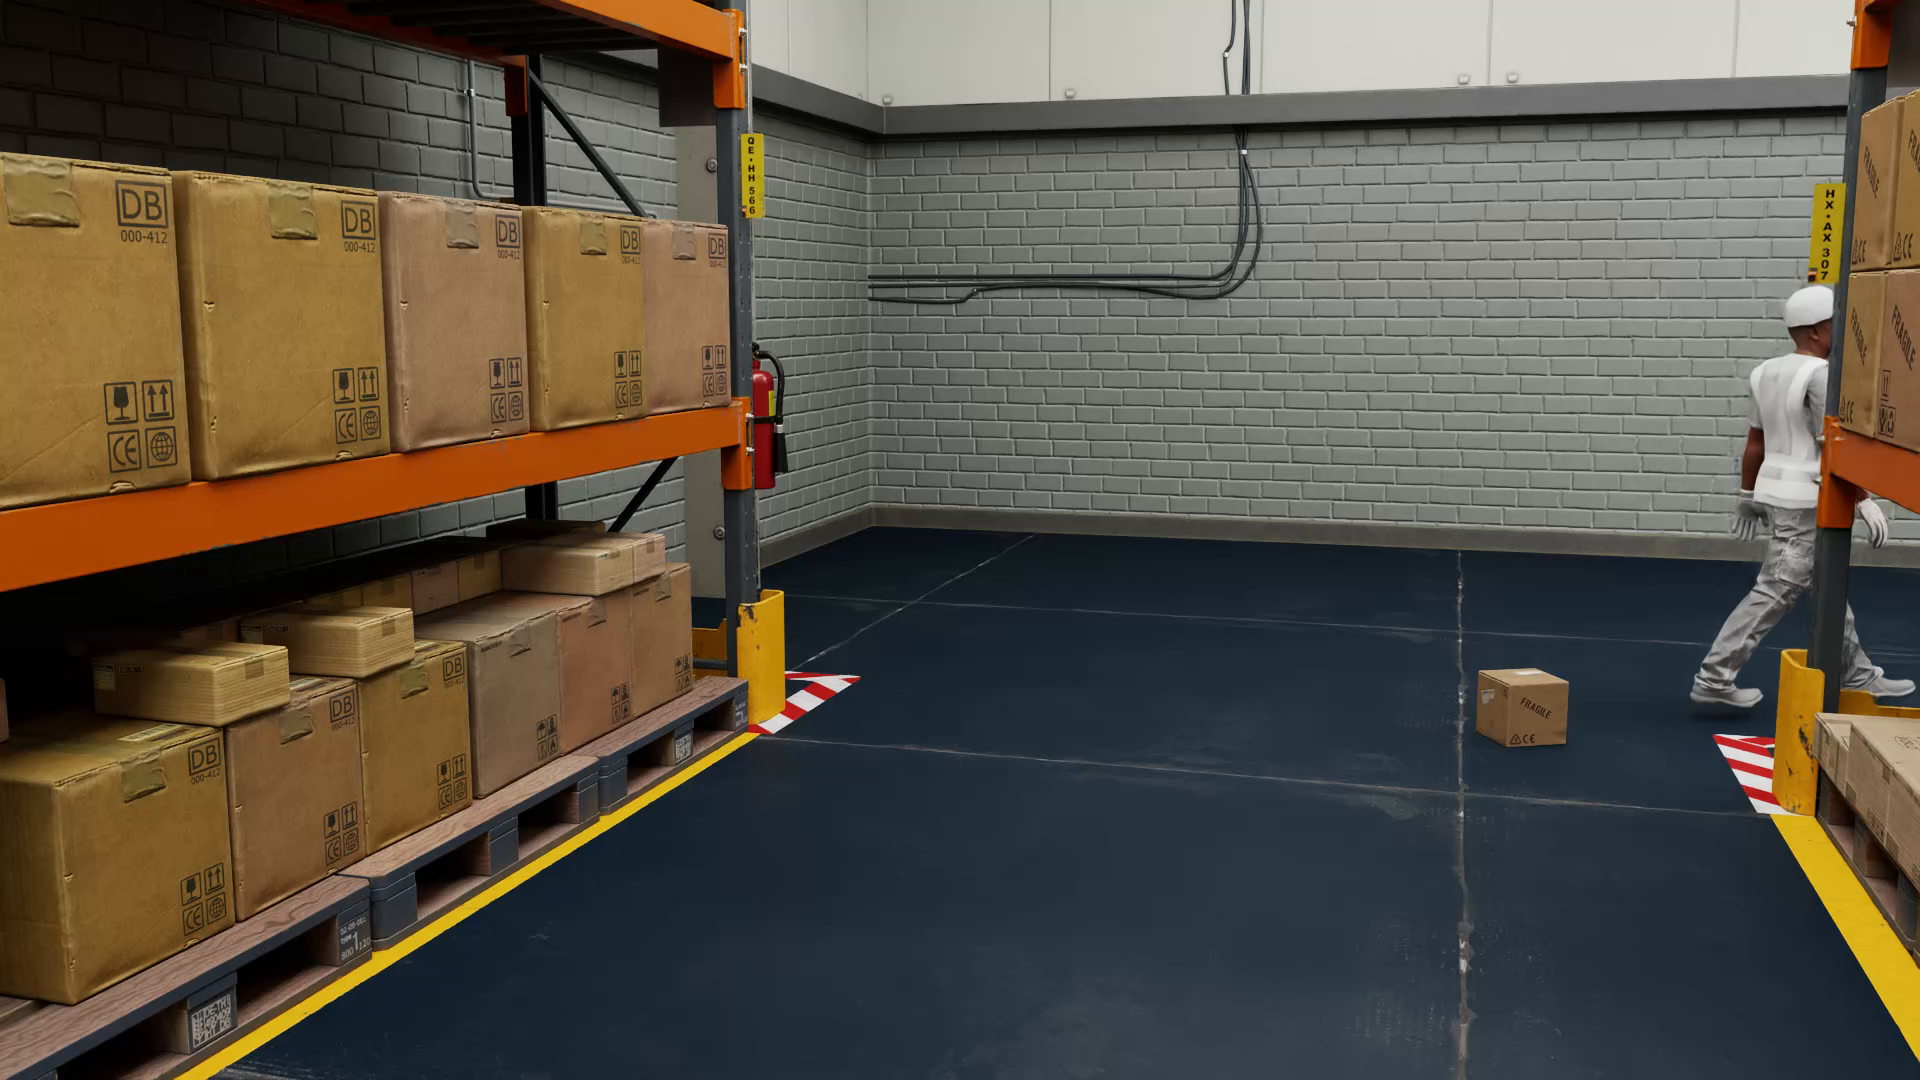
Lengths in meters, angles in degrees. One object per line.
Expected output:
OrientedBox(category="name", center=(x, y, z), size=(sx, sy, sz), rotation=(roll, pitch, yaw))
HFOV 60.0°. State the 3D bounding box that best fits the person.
OrientedBox(category="person", center=(3.528, -0.159, 6.770), size=(0.999, 1.731, 0.605), rotation=(0, 8, 3))
